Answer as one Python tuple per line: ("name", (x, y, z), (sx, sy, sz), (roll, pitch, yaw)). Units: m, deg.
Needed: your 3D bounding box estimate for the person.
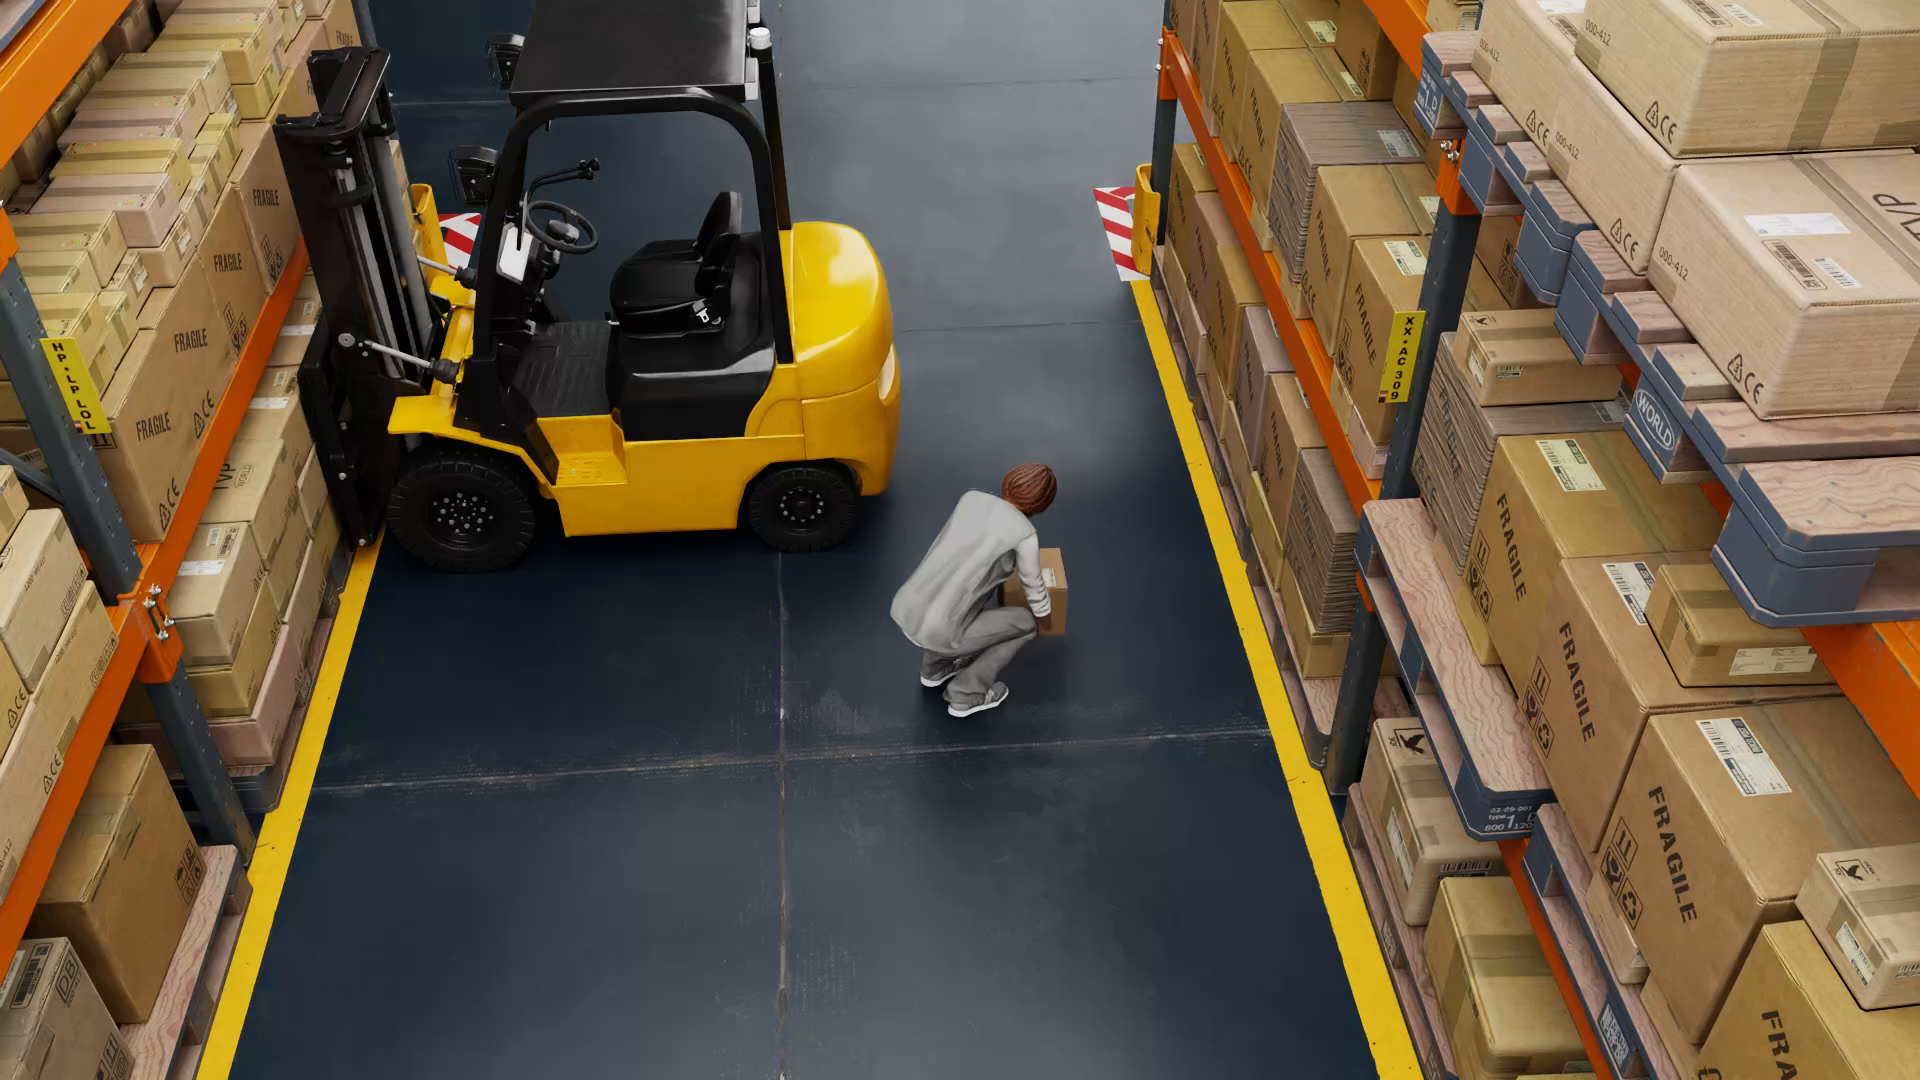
("person", (0.074, 0.196, 6.457), (0.771, 0.925, 0.451), (-24, 45, -26))
